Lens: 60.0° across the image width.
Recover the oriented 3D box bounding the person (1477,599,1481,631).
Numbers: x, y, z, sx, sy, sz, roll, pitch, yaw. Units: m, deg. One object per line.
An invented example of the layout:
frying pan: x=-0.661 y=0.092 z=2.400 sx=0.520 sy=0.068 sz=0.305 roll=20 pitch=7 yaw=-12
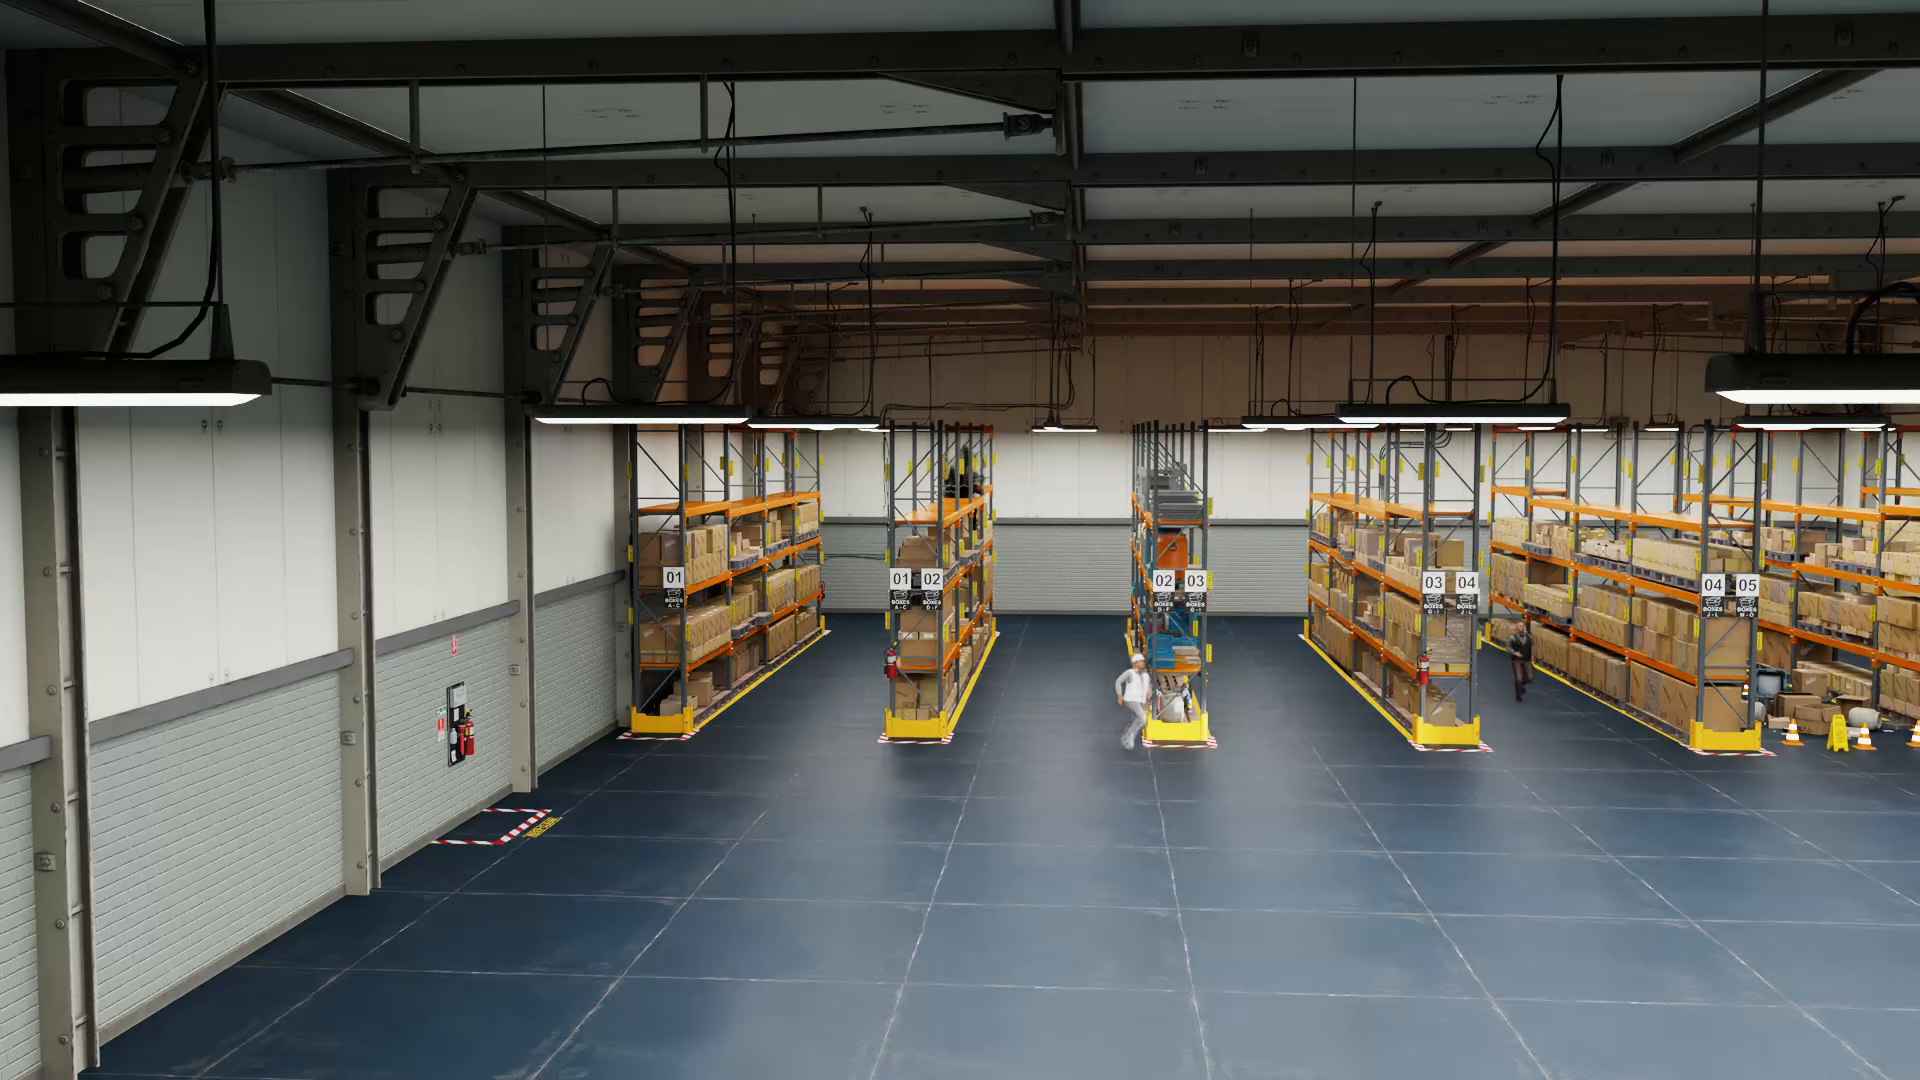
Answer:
person: x=14.611 y=1.936 z=47.437 sx=0.739 sy=1.643 sz=0.697 roll=-1 pitch=4 yaw=-11

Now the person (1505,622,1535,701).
person: x=12.095 y=2.616 z=35.827 sx=0.698 sy=1.687 sz=0.591 roll=0 pitch=4 yaw=-3

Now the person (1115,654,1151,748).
person: x=3.245 y=2.936 z=30.254 sx=0.652 sy=1.706 sz=0.638 roll=-3 pitch=5 yaw=-38

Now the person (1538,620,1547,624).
person: x=16.676 y=1.916 z=47.386 sx=0.564 sy=1.620 sz=0.601 roll=0 pitch=4 yaw=1

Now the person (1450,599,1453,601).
person: x=13.608 y=1.913 z=46.585 sx=0.607 sy=1.721 sz=0.790 roll=-3 pitch=4 yaw=-35
